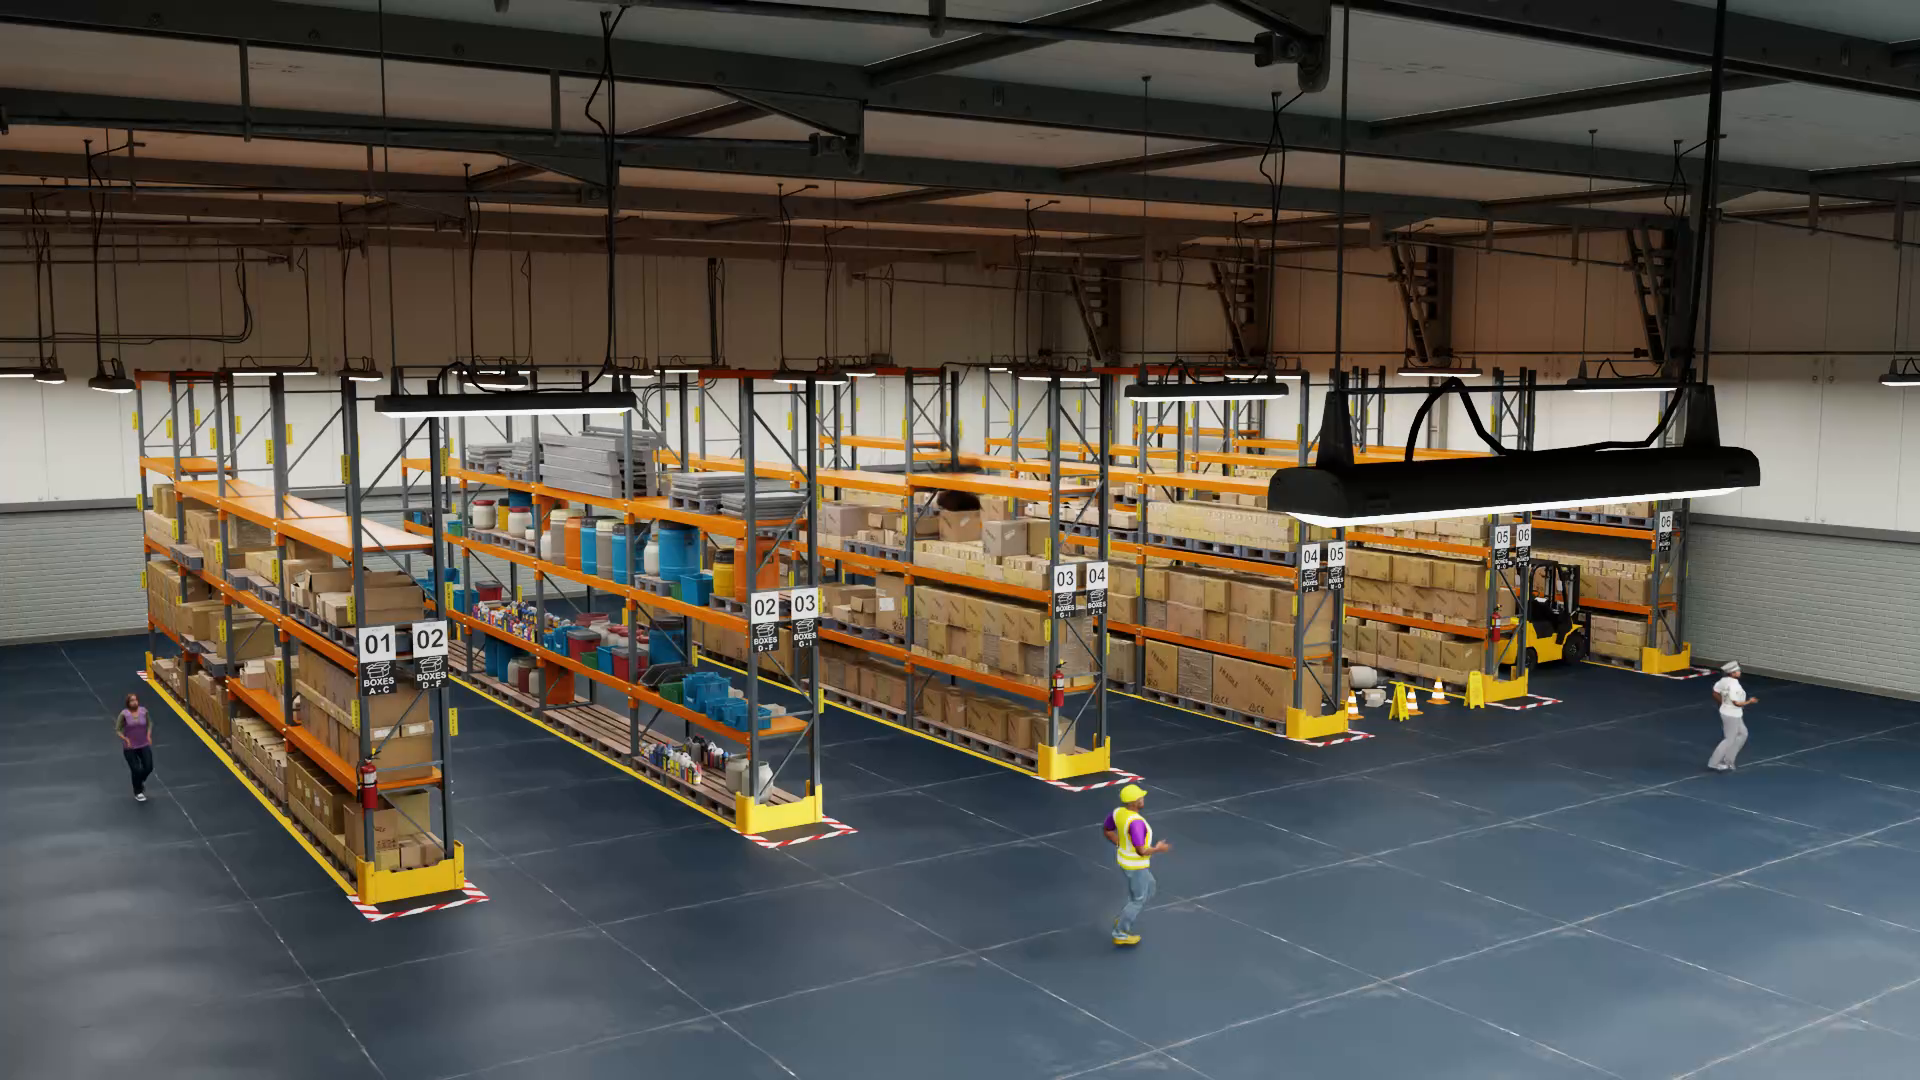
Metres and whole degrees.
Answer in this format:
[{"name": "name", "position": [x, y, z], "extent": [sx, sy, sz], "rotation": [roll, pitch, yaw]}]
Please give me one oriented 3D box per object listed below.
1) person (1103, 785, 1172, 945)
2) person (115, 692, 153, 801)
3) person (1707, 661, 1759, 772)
[{"name": "person", "position": [1.908, 3.462, 17.769], "extent": [0.620, 1.745, 0.681], "rotation": [-1, 7, -12]}, {"name": "person", "position": [-11.616, 2.916, 23.448], "extent": [0.512, 1.554, 0.530], "rotation": [-5, 8, -40]}, {"name": "person", "position": [11.661, 2.676, 25.083], "extent": [0.665, 1.726, 0.555], "rotation": [2, 7, 13]}]
